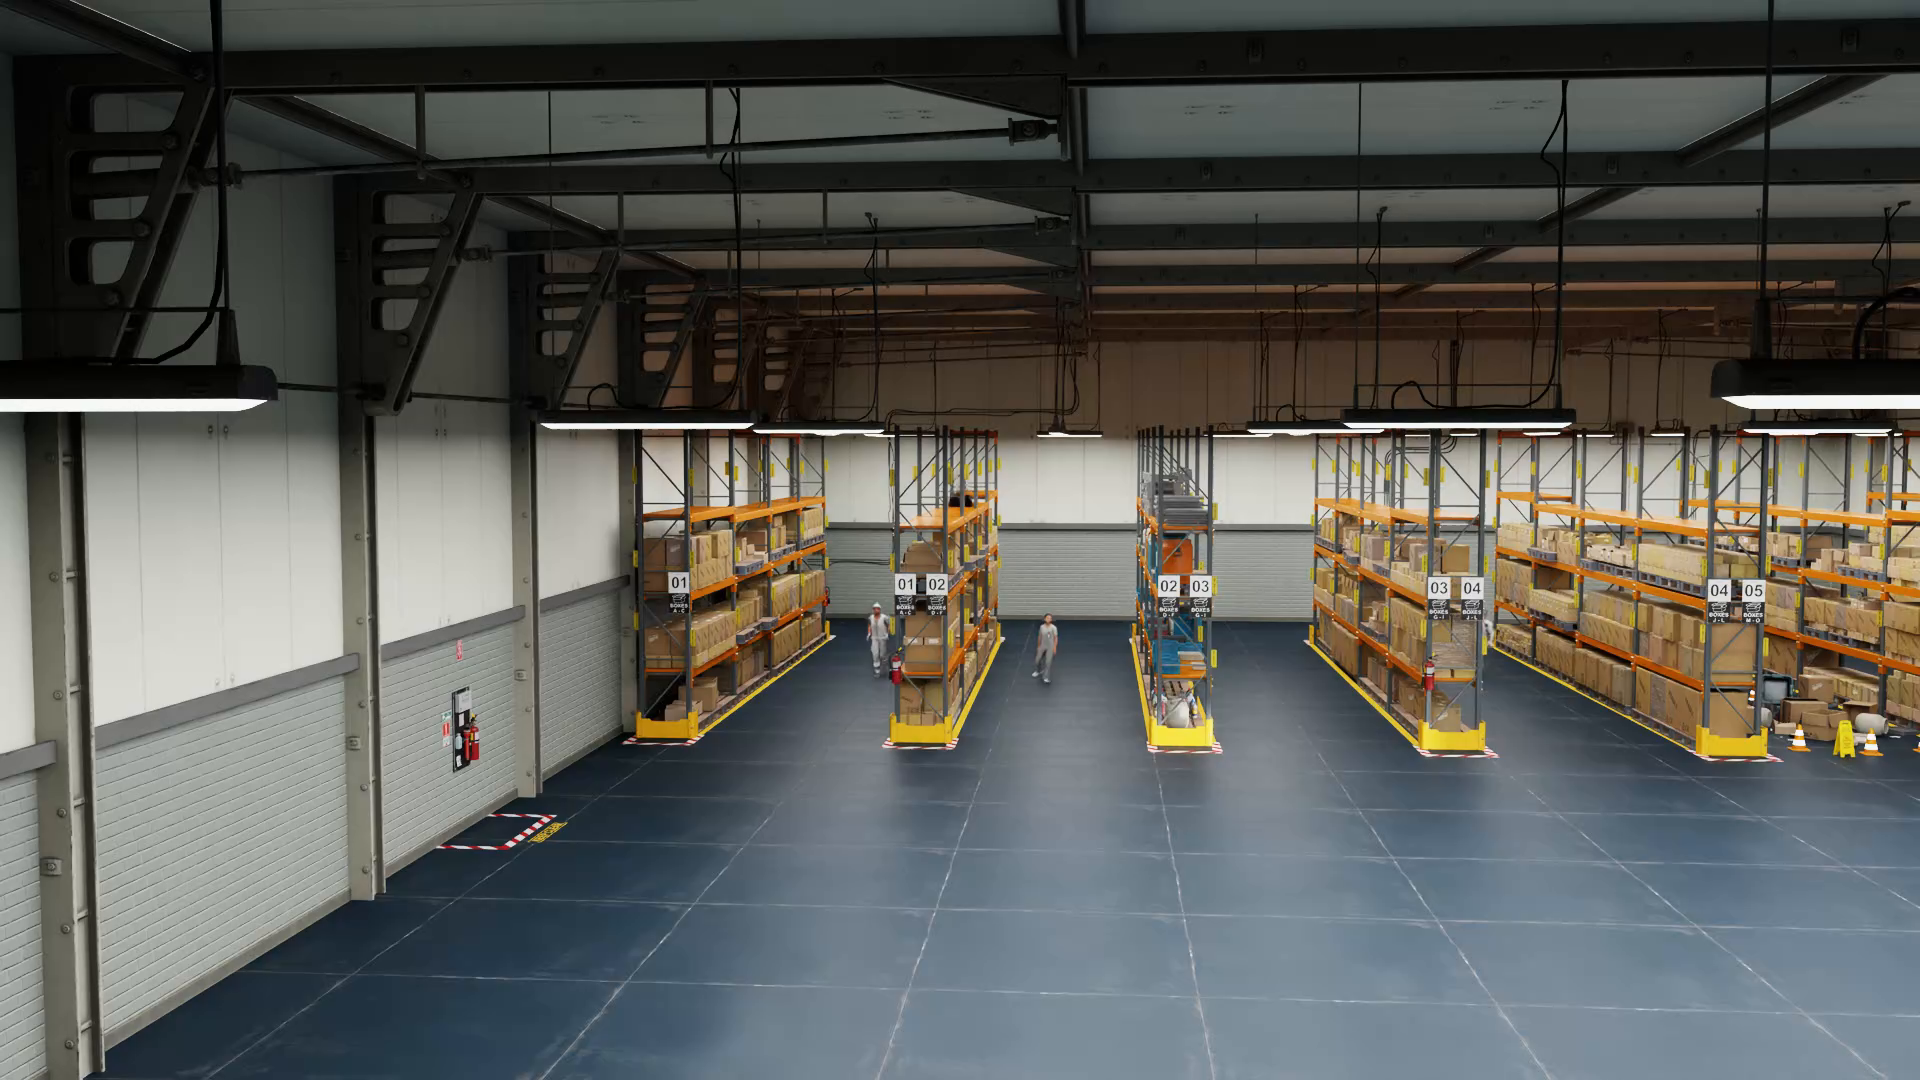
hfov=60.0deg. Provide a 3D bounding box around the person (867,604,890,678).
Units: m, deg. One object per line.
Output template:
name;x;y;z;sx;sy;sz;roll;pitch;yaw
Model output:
person;-1.932;2.423;40.333;0.661;1.789;0.780;1;4;16

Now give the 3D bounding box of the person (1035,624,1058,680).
person;2.043;2.637;39.316;0.584;1.328;0.477;1;4;20

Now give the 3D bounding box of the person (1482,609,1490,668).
person;12.704;2.437;40.532;0.439;1.540;0.581;1;4;20
